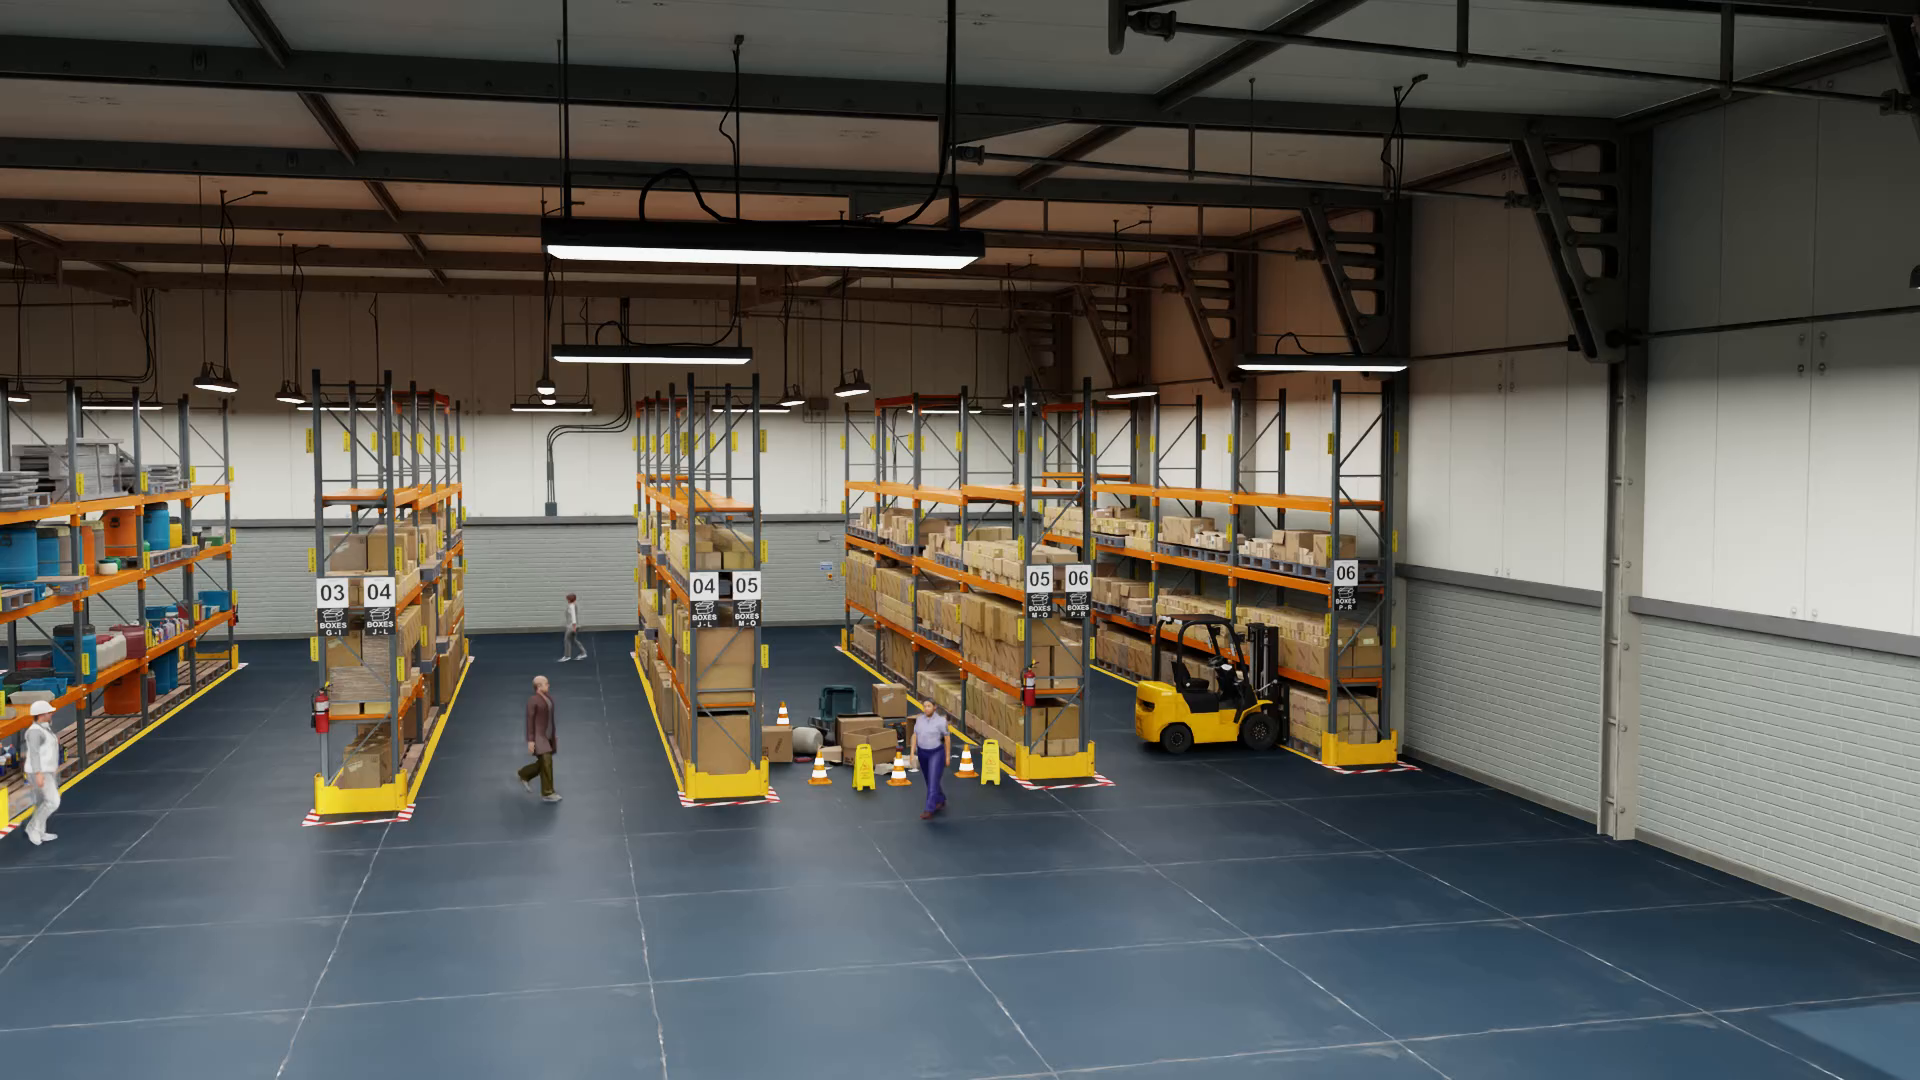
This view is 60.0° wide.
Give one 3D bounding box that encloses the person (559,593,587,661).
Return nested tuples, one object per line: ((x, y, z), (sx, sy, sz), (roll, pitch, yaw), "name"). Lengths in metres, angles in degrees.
((-8.942, 2.021, 38.364), (0.664, 1.585, 0.476), (0, 3, -3), "person")

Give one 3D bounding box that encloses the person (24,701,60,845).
((-11.478, 2.900, 20.839), (0.430, 1.779, 0.564), (-1, 3, -14), "person")

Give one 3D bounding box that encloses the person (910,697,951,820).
((-0.395, 2.902, 22.309), (0.548, 1.589, 1.009), (2, 4, 35), "person")

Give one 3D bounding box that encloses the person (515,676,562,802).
((-5.924, 2.764, 23.325), (0.928, 1.749, 0.602), (2, 4, 26), "person")
